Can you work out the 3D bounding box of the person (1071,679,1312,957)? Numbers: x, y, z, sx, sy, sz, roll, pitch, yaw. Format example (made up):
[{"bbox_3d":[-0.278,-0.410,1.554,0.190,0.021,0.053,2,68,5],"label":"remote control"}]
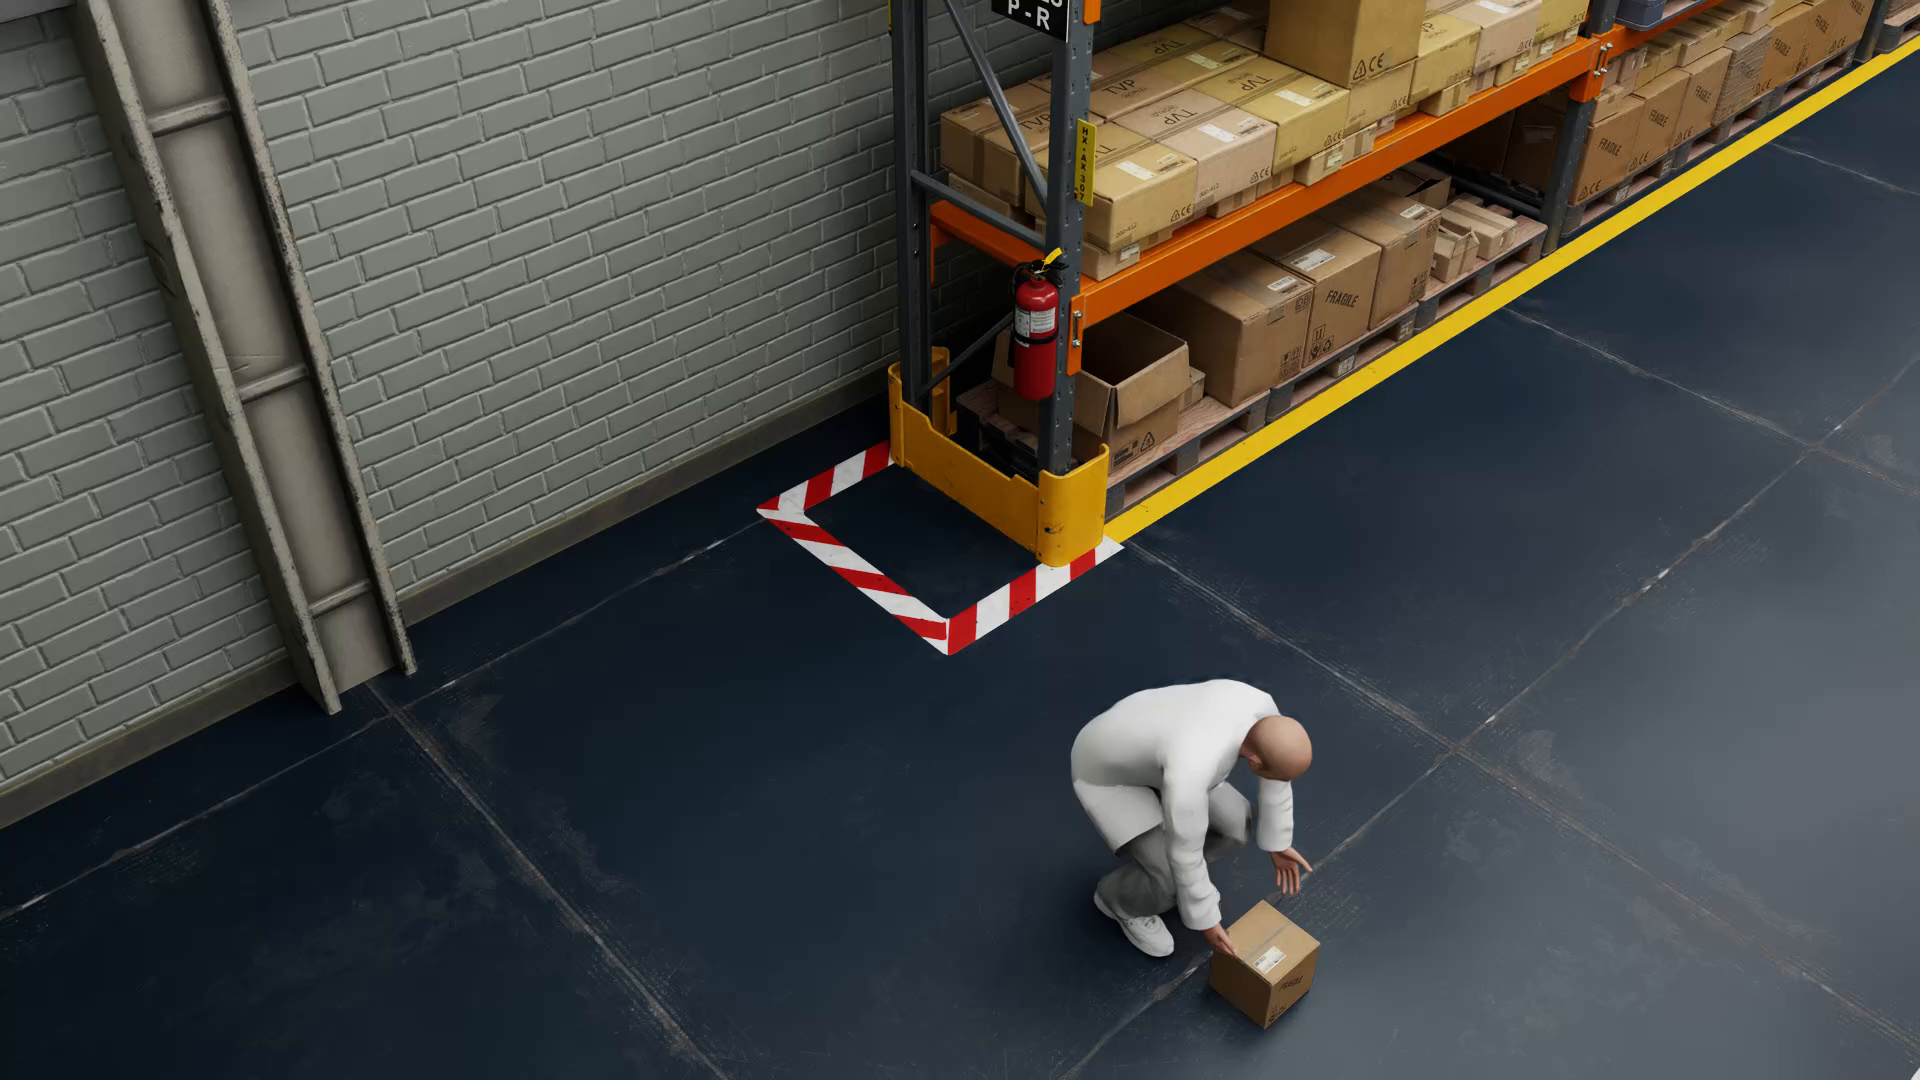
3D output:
[{"bbox_3d":[0.759,0.877,5.590,0.620,1.153,0.842,-30,48,-32],"label":"person"}]
